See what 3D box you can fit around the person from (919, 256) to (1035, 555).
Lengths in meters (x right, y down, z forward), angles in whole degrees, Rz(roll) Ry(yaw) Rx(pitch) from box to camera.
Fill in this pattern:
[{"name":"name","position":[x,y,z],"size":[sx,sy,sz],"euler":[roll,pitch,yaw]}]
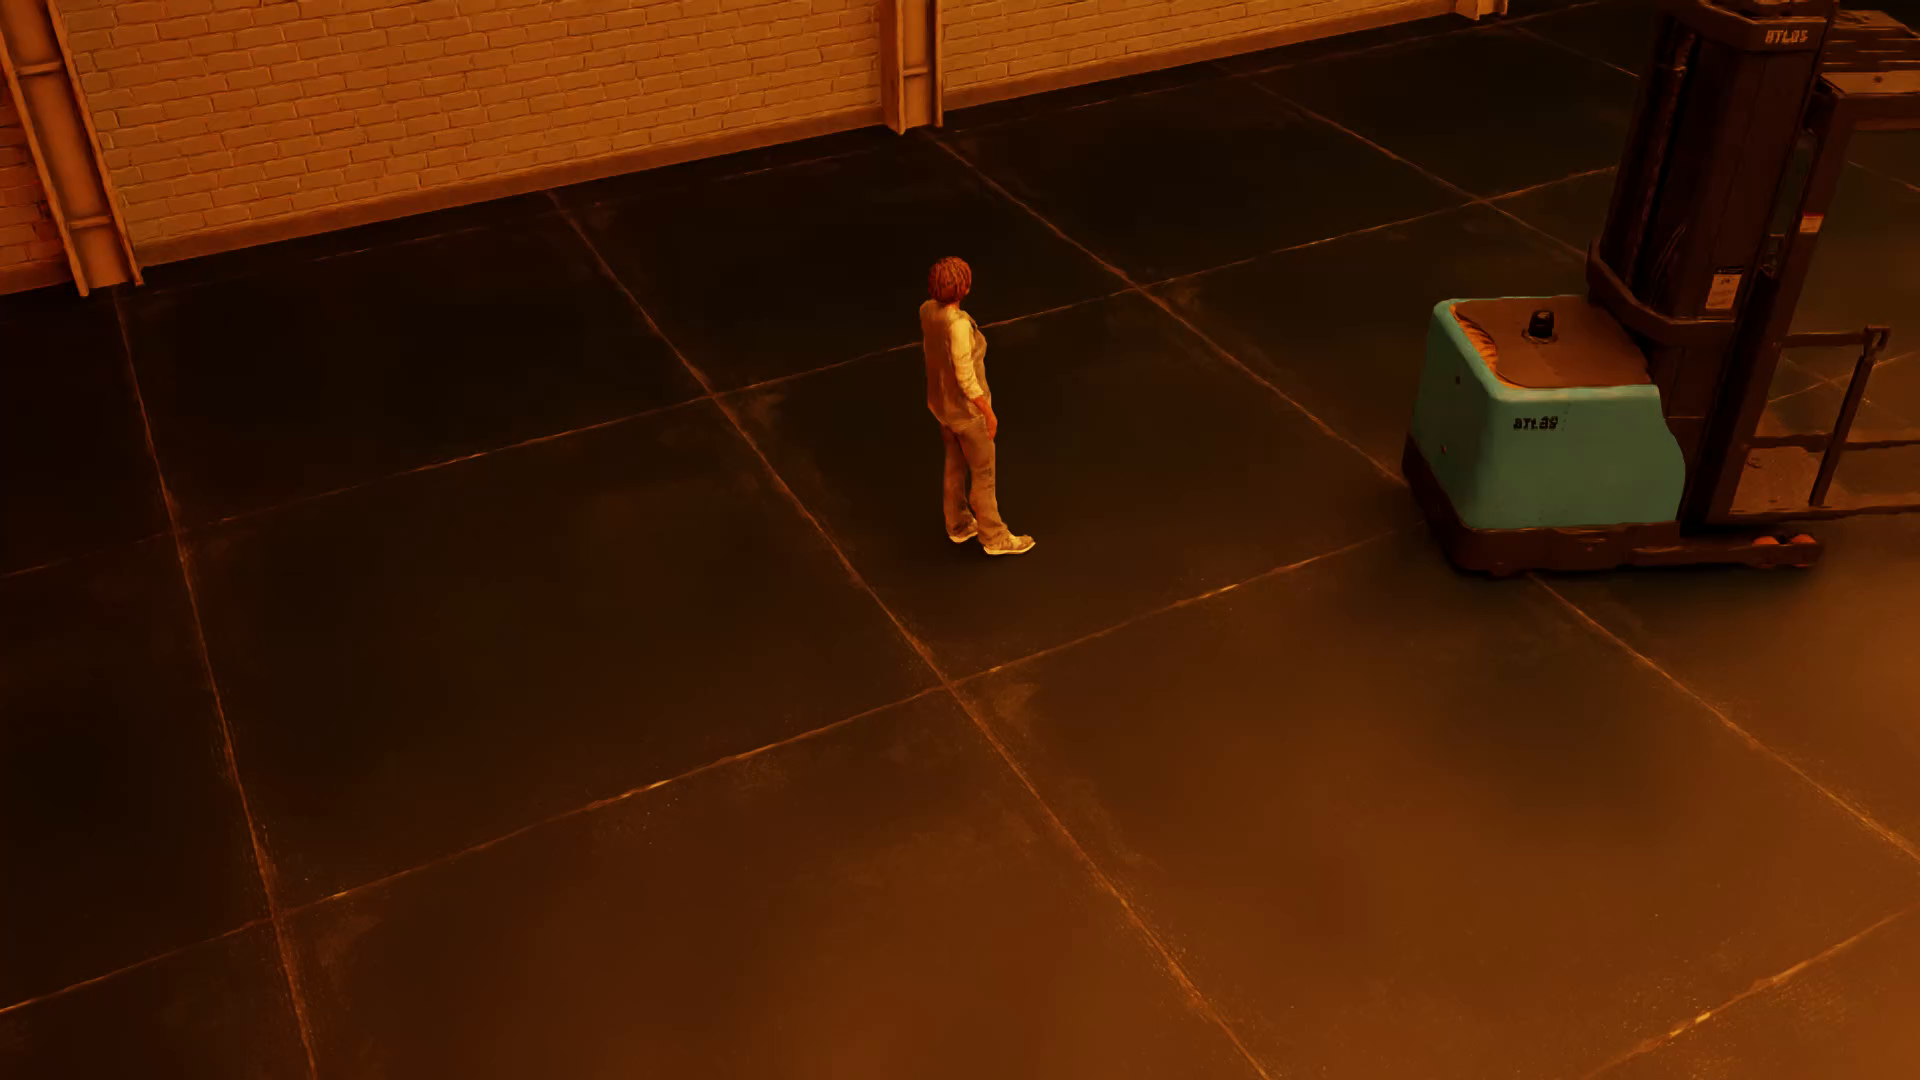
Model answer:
[{"name":"person","position":[0.072,-0.671,8.216],"size":[0.474,1.597,0.521],"euler":[-17,39,-23]}]

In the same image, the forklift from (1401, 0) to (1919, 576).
[{"name":"forklift","position":[3.958,-1.352,8.036],"size":[3.031,2.935,1.130],"euler":[-3,35,-4]}]
